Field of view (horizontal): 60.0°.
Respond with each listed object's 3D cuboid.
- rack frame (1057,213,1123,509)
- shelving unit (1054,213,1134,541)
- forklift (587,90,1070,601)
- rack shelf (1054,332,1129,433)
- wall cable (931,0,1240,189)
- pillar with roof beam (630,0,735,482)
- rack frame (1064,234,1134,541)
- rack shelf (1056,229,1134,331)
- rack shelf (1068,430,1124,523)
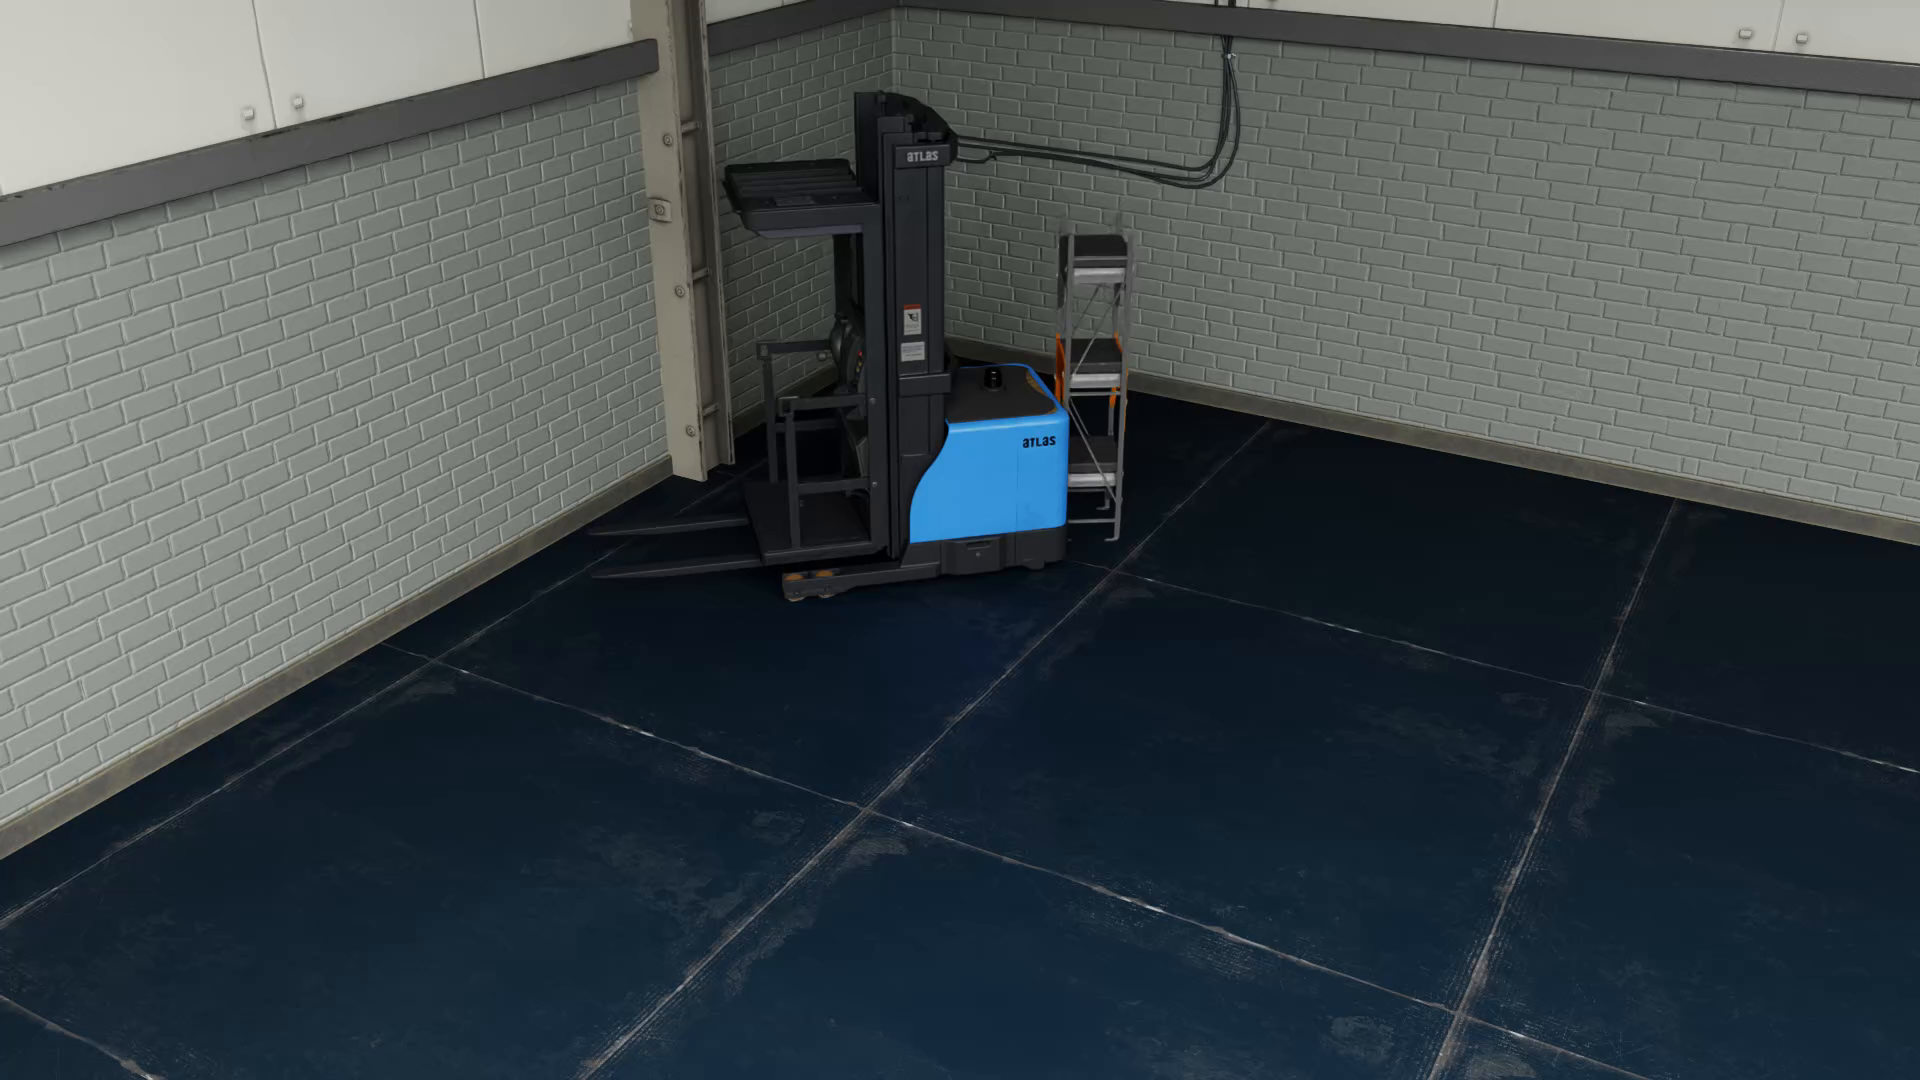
[{"bbox_3d":[0.843,-1.155,11.132,0.400,2.100,0.015,-1,27,-3],"label":"rack frame"},{"bbox_3d":[0.856,-1.046,10.914,0.431,2.100,0.503,-1,27,-3],"label":"shelving unit"},{"bbox_3d":[-0.873,-1.188,10.269,3.031,2.935,1.130,-6,27,-12],"label":"forklift"},{"bbox_3d":[0.856,-1.034,10.920,0.431,0.518,0.480,-1,27,-3],"label":"rack shelf"},{"bbox_3d":[0.709,-4.023,12.623,3.097,2.526,0.112,14,30,26],"label":"wall cable"},{"bbox_3d":[1.857,-3.607,8.322,9.100,9.000,0.400,14,30,26],"label":"pillar with roof beam"},{"bbox_3d":[0.868,-0.937,10.696,0.400,2.100,0.015,-1,27,-3],"label":"rack frame"},{"bbox_3d":[0.856,-1.660,10.607,0.431,0.518,0.480,-1,27,-3],"label":"rack shelf"},{"bbox_3d":[0.856,-0.408,11.233,0.431,0.518,0.480,-1,27,-3],"label":"rack shelf"}]
